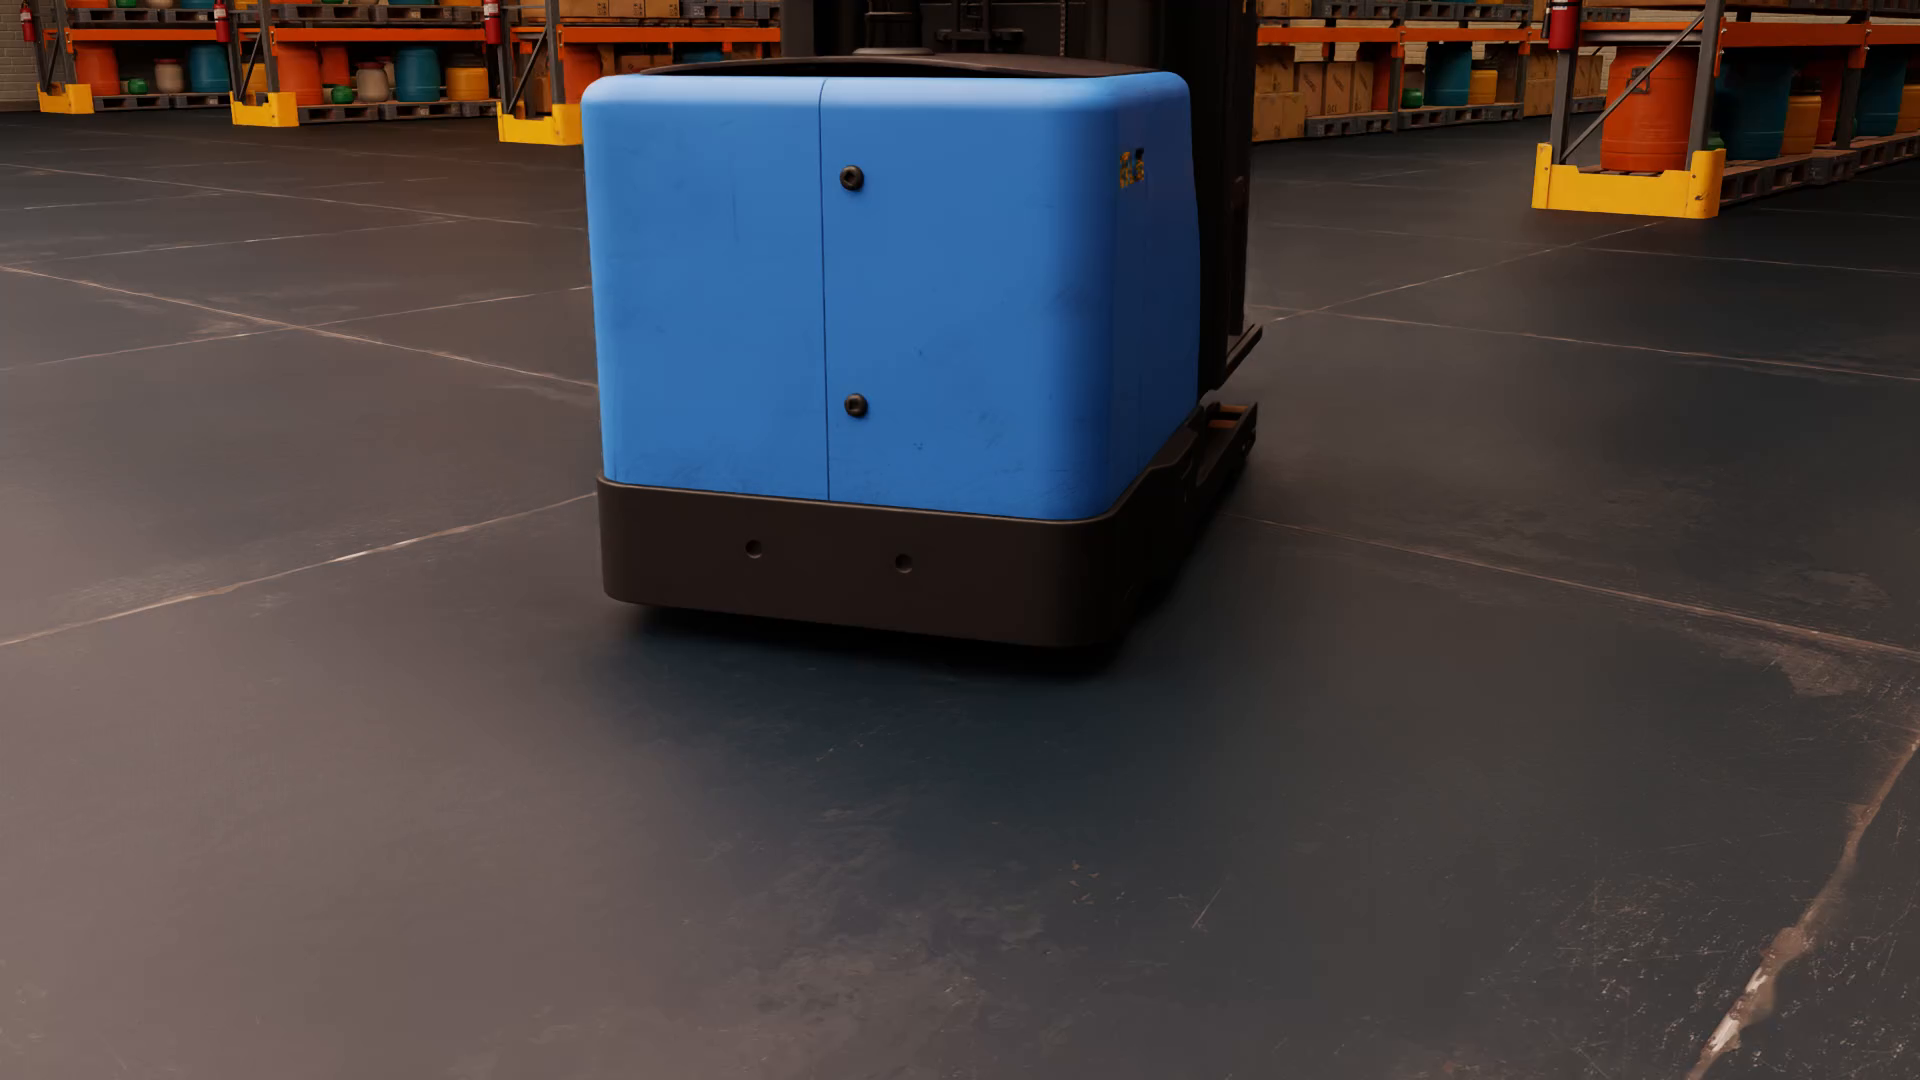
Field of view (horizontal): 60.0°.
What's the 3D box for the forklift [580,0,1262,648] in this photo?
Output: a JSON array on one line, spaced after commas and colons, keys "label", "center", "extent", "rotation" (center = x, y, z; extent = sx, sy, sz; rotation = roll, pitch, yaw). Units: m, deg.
[{"label": "forklift", "center": [0.204, -1.592, 4.140], "extent": [1.130, 2.935, 3.031], "rotation": [5, 18, 17]}]
